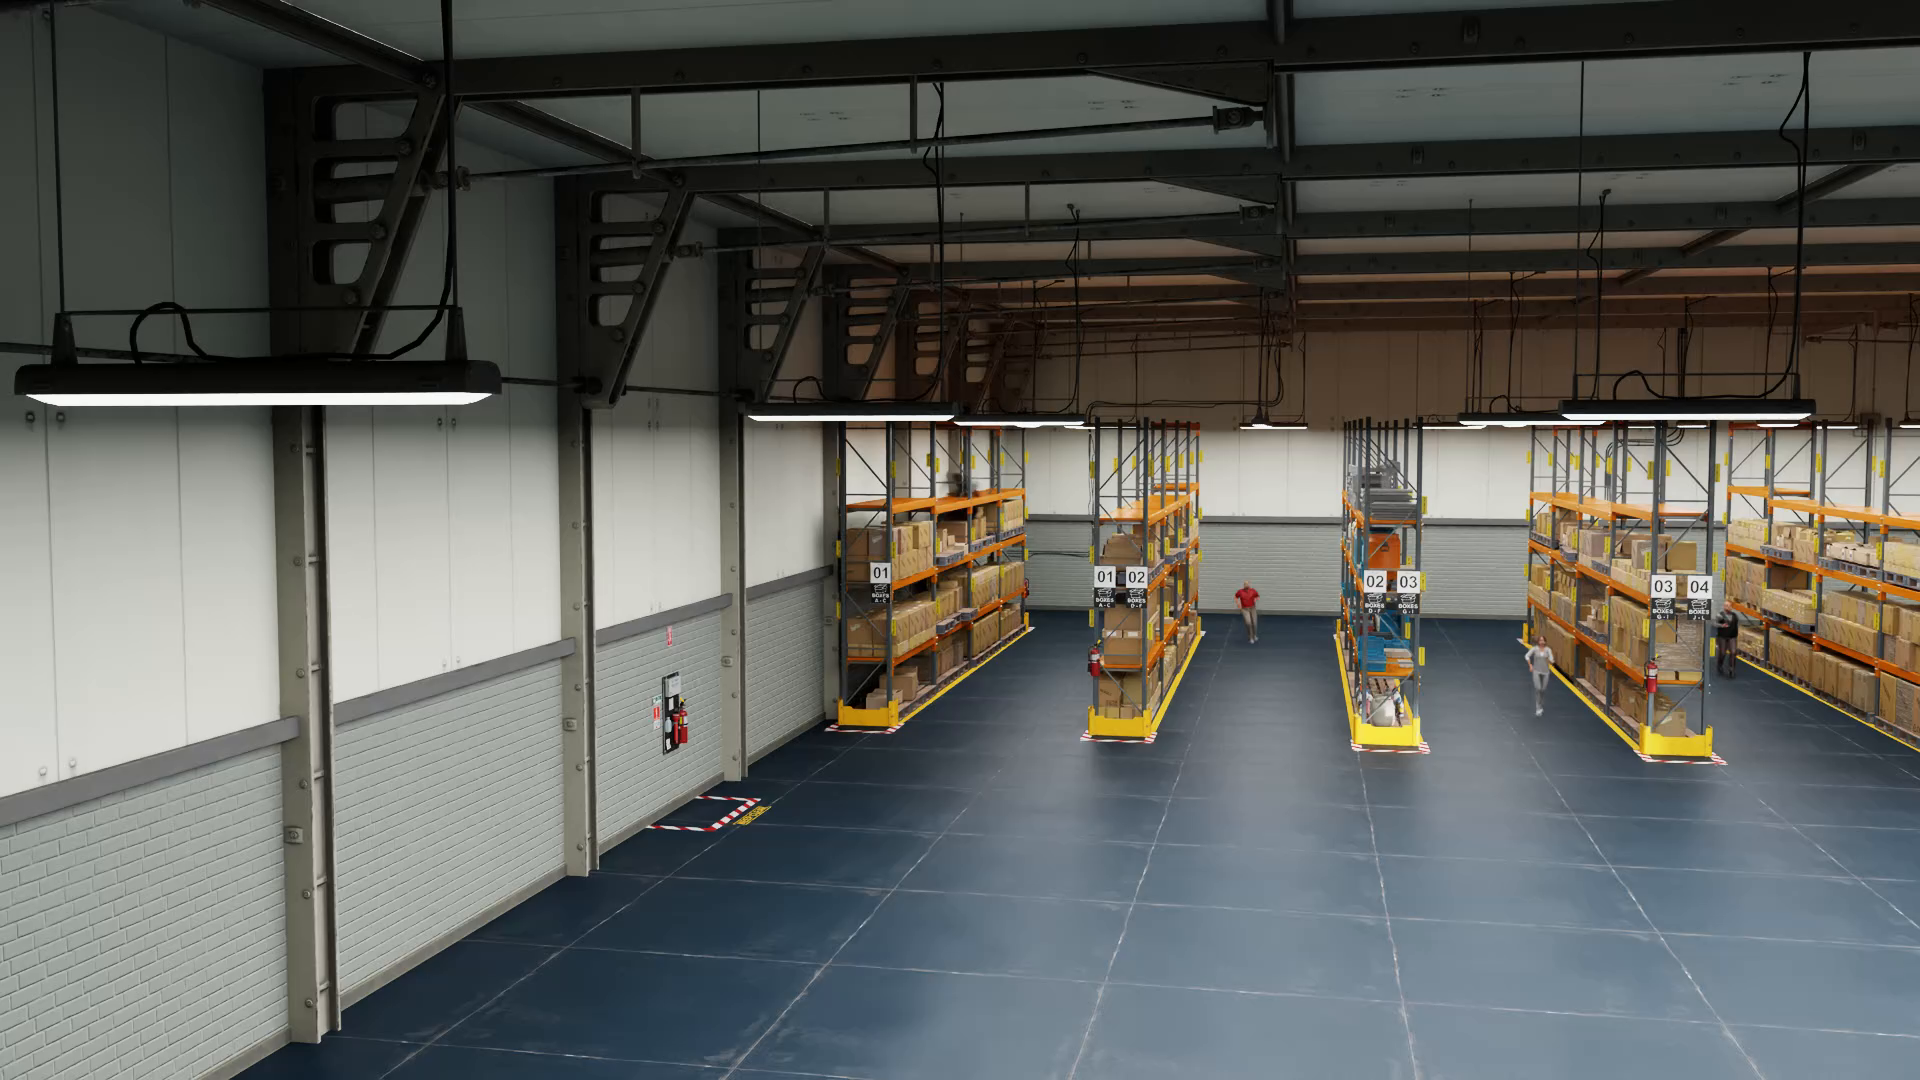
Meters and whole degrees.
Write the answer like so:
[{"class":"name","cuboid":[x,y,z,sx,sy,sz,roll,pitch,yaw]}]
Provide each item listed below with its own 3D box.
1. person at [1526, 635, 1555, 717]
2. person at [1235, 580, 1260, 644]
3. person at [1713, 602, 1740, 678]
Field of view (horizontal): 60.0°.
[{"class":"person","cuboid":[11.749,2.734,33.661,0.522,1.636,0.690,0,4,7]},{"class":"person","cuboid":[7.824,1.961,45.196,0.660,1.767,0.786,0,4,0]},{"class":"person","cuboid":[17.951,2.312,38.909,0.651,1.738,0.881,1,4,10]}]
